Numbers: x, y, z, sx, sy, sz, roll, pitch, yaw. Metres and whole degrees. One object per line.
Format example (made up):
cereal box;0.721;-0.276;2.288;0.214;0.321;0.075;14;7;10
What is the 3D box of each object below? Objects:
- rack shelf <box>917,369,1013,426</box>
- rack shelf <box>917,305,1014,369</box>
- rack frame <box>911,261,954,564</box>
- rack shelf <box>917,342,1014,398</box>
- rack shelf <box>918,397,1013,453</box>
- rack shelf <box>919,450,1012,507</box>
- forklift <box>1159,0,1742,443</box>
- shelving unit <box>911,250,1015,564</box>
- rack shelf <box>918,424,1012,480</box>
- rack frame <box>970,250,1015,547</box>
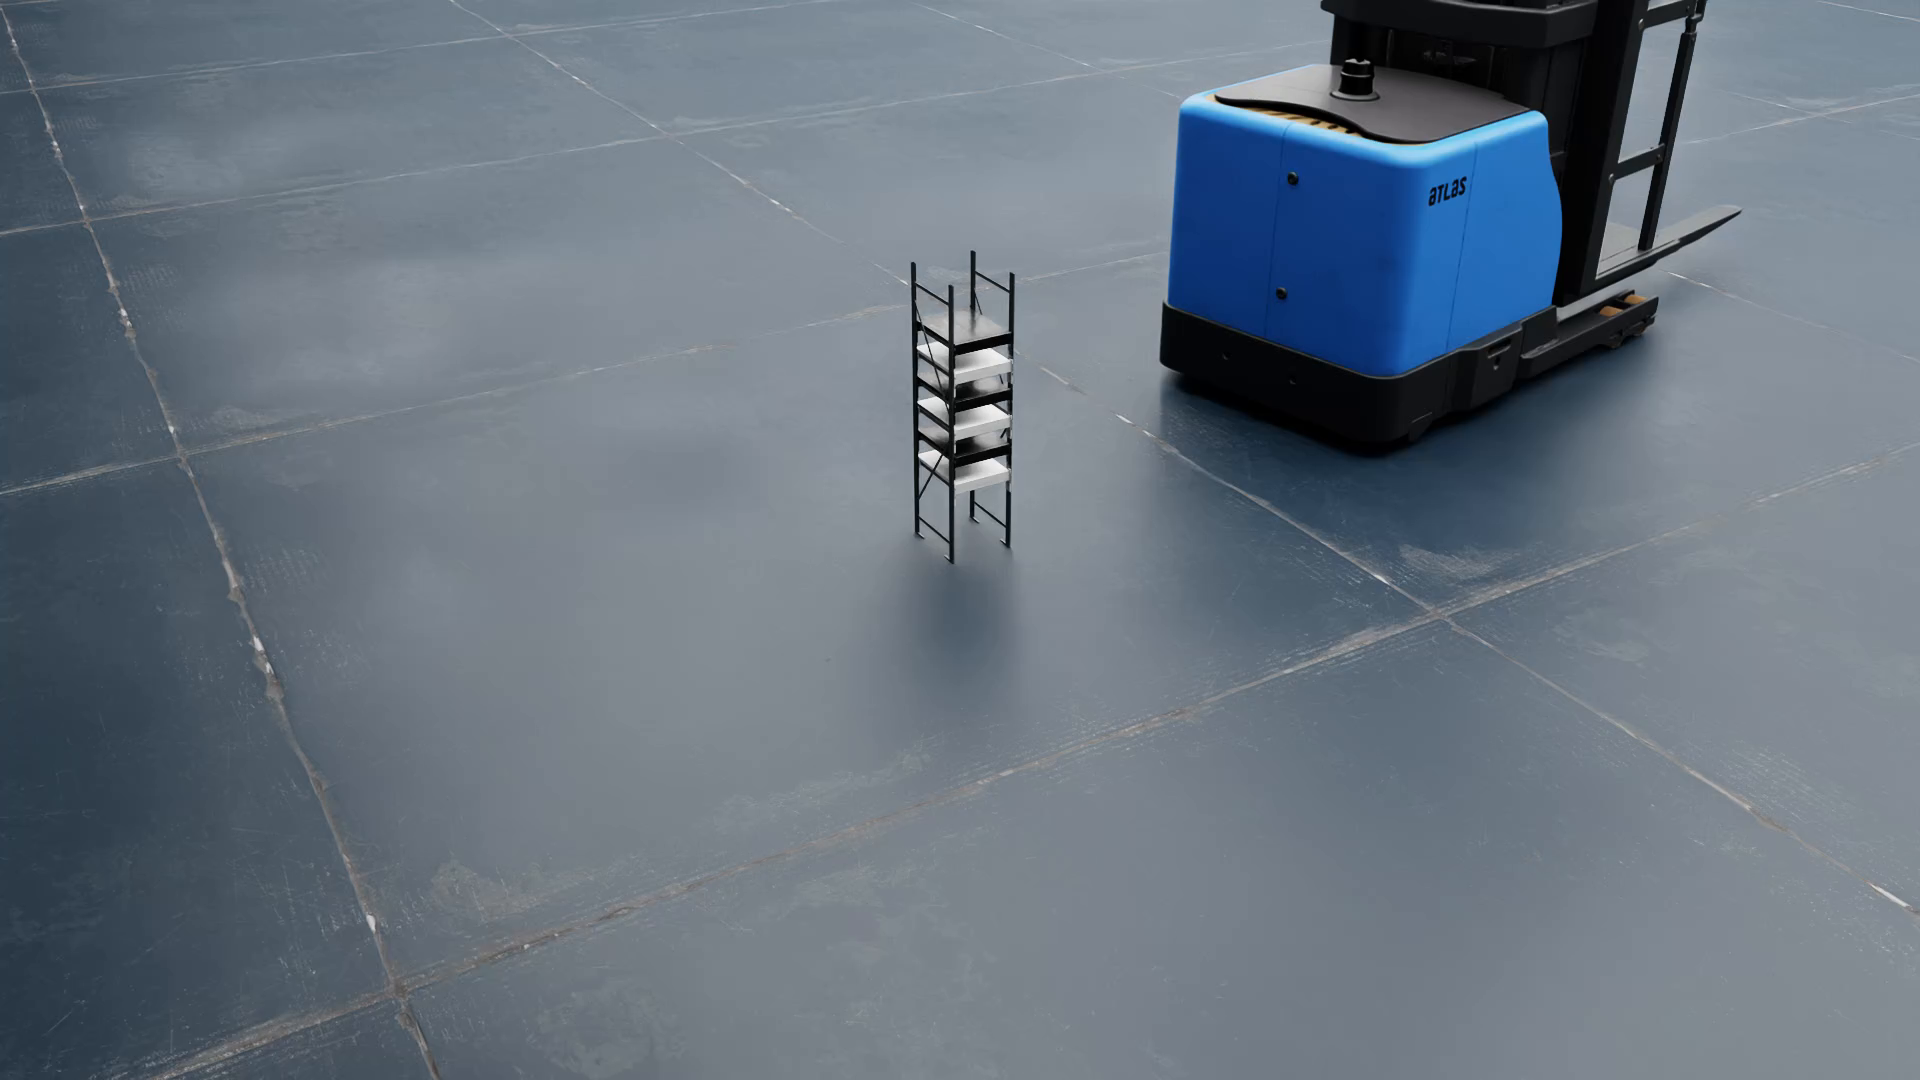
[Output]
rack shelf;0.007;-0.446;5.009;0.200;0.077;0.258;-16;33;-26
rack shelf;0.007;-0.603;4.922;0.200;0.077;0.258;-16;33;-26
rack frame;-0.081;-0.371;4.991;0.006;0.900;0.240;-16;33;-26
rack shelf;0.007;-0.524;4.965;0.200;0.077;0.258;-16;33;-26
rack shelf;0.007;-0.367;5.052;0.200;0.077;0.258;-16;33;-26
rack shelf;0.007;-0.209;5.139;0.200;0.077;0.258;-16;33;-26
forklift;2.189;-2.213;6.226;3.031;2.935;1.130;-24;37;-36
shelving unit;0.007;-0.396;5.036;0.210;0.900;0.258;-16;33;-26
rack shelf;0.007;-0.288;5.096;0.200;0.077;0.258;-16;33;-26
rack frame;0.095;-0.421;5.081;0.006;0.900;0.240;-16;33;-26
